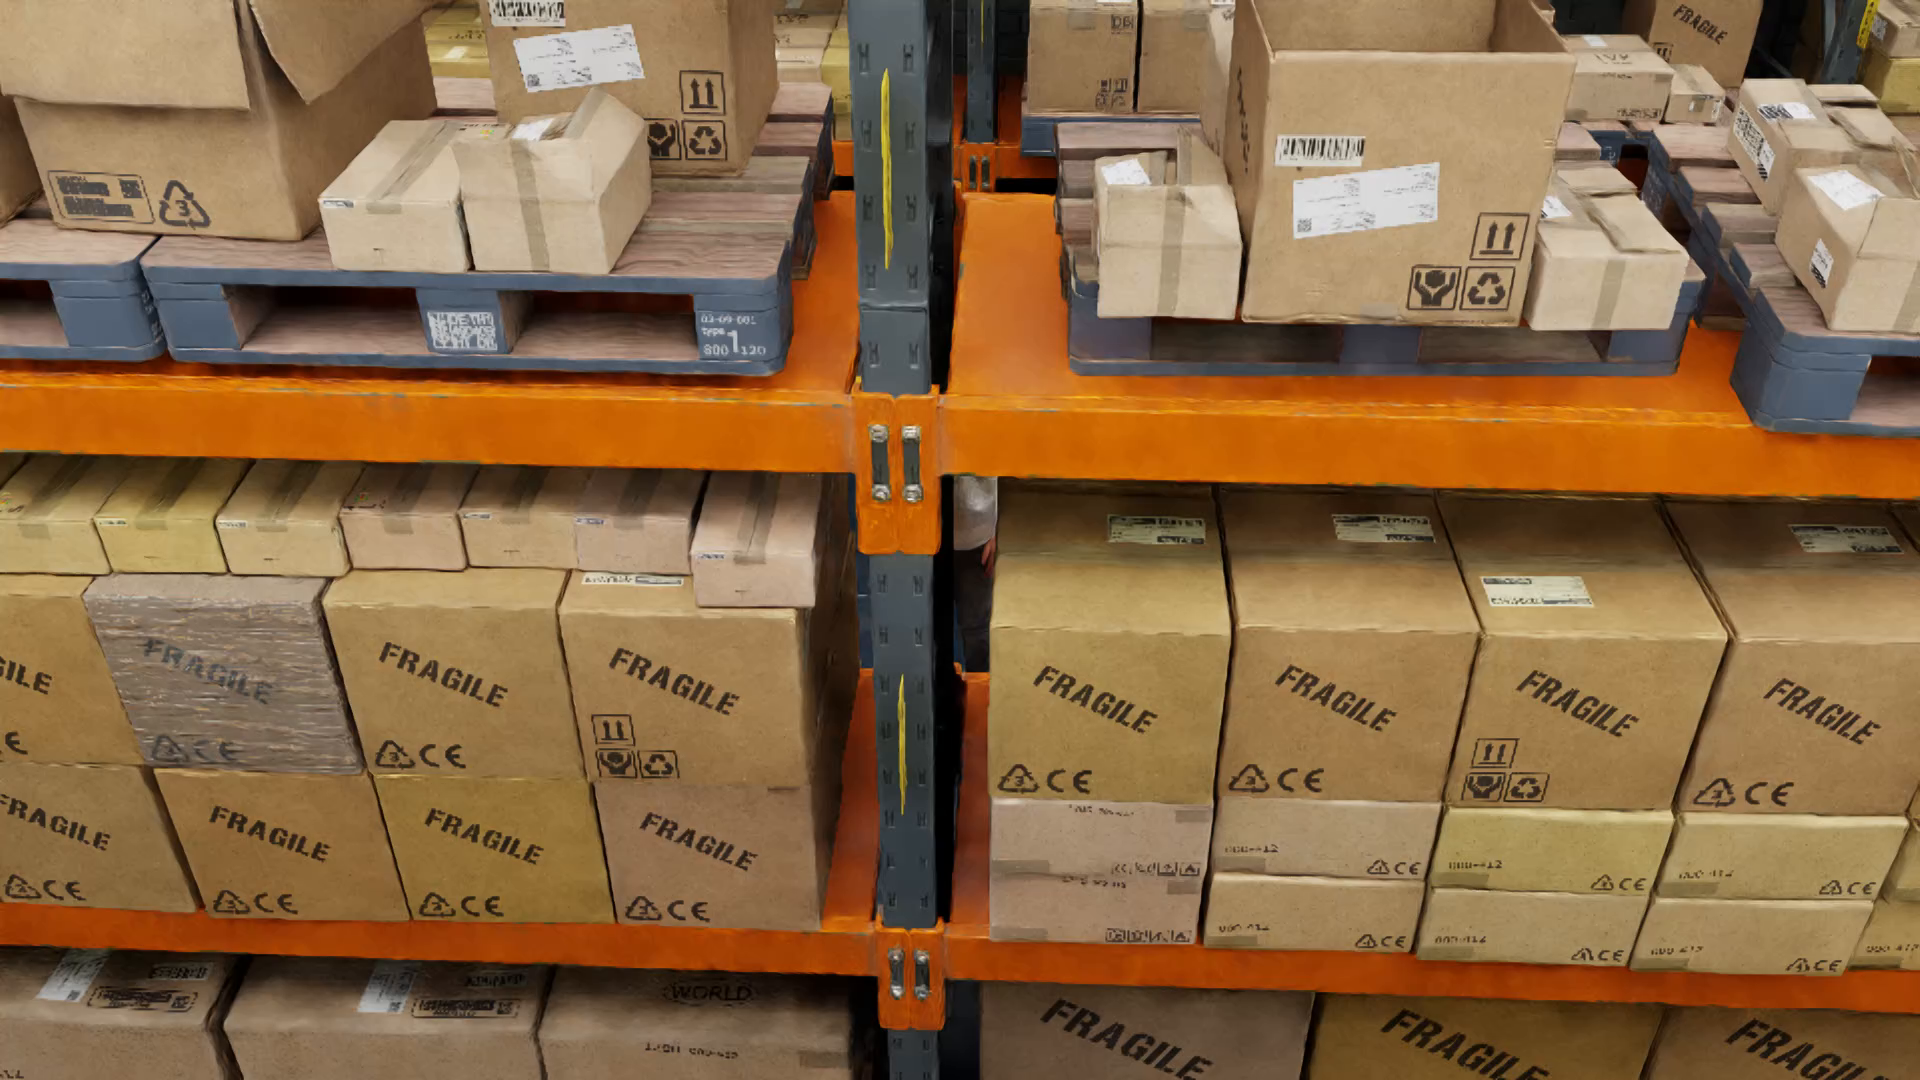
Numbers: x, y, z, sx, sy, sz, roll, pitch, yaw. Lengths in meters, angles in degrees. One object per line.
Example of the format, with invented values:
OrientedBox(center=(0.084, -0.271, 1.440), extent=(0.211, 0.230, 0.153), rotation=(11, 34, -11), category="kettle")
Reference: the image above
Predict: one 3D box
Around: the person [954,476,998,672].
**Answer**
OrientedBox(center=(-0.055, -0.032, 6.157), extent=(0.588, 1.813, 0.415), rotation=(8, 36, 12), category="person")
